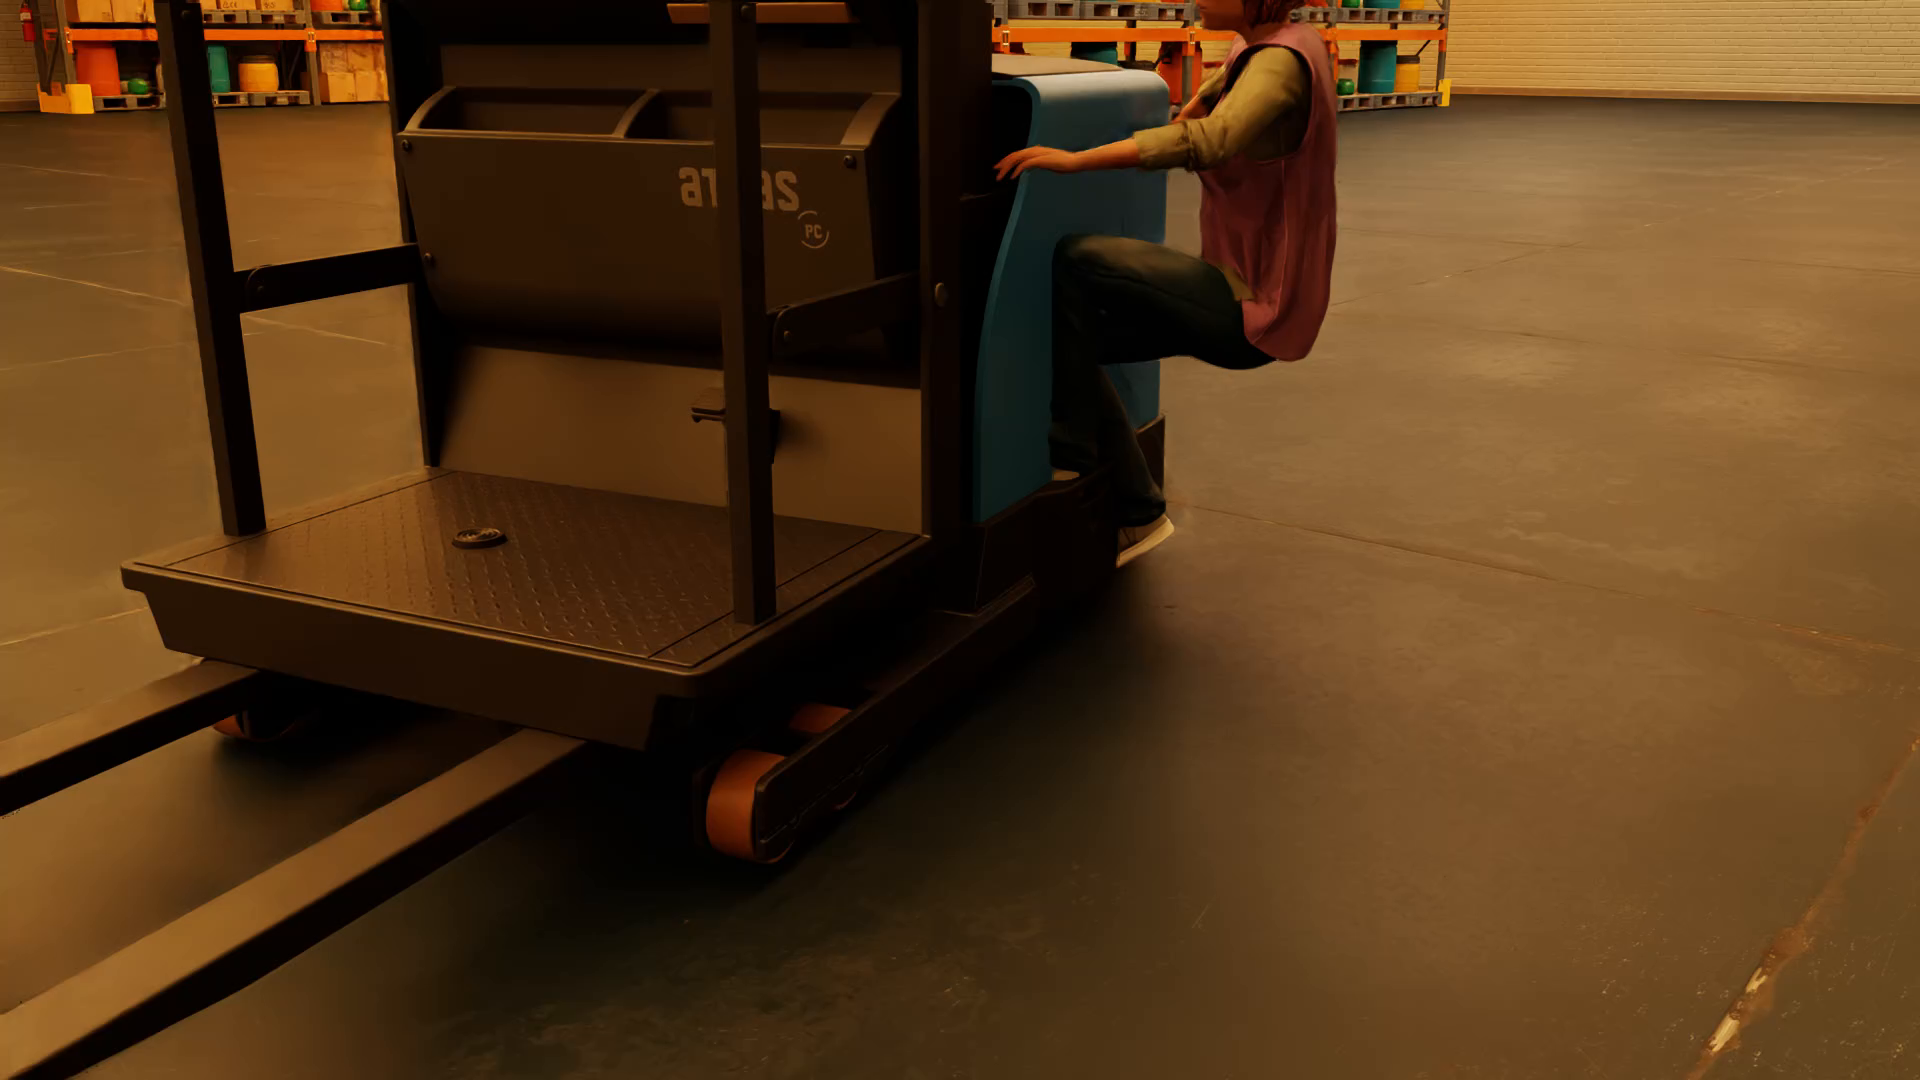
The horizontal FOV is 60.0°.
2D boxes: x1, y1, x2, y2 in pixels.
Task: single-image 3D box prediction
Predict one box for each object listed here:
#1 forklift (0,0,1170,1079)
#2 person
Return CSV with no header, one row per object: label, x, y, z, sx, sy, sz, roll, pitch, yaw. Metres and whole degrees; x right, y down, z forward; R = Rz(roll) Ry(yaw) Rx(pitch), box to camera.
forklift,-0.620,-1.078,2.448,1.130,2.935,3.031,8,19,24
person,0.342,-0.527,3.263,0.742,1.347,0.906,0,17,-1
